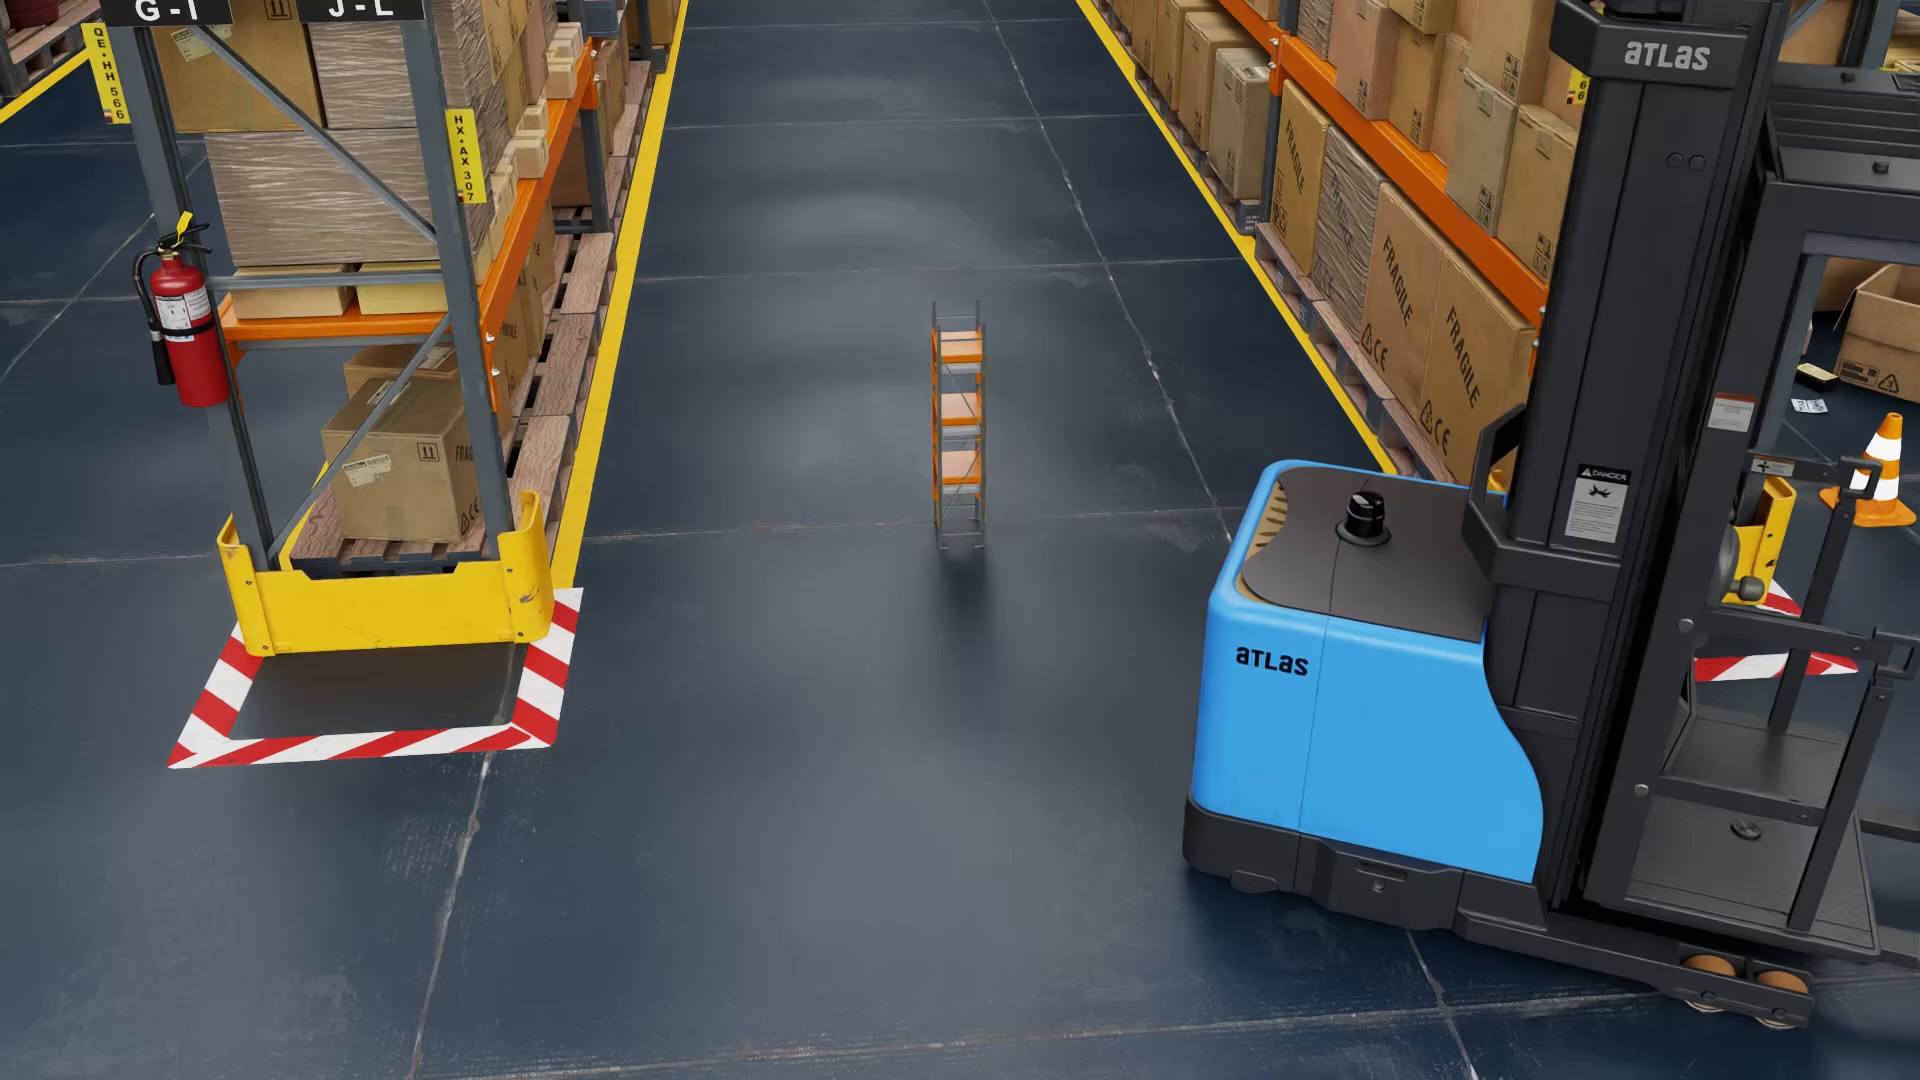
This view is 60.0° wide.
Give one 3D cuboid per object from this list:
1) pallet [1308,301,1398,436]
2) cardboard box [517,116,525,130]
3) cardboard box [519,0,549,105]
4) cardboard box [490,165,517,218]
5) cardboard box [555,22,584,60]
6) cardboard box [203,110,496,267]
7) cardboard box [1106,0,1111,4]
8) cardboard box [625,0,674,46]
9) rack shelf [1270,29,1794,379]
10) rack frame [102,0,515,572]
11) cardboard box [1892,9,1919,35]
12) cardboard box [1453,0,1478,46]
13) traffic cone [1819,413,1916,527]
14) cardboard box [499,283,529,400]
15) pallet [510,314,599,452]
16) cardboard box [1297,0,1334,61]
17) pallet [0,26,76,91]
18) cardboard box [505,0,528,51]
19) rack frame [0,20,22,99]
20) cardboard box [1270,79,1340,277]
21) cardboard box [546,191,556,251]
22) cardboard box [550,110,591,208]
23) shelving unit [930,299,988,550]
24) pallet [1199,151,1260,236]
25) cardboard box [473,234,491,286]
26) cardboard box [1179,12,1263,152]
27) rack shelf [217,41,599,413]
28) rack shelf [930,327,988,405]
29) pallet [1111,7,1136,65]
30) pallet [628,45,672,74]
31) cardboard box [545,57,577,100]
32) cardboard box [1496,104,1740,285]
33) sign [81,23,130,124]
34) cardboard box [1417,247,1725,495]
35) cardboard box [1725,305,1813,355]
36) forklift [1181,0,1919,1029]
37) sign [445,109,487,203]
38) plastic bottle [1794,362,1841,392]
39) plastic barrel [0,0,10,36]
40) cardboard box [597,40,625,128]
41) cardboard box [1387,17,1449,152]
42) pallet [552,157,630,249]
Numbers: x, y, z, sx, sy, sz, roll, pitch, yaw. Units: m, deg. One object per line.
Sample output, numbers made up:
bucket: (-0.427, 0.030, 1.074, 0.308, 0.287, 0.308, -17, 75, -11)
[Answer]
pallet: (2.458, -0.923, 8.589, 1.003, 0.211, 1.213, -3, 31, -5)
cardboard box: (-2.215, -1.849, 7.665, 0.380, 0.149, 0.250, -3, 31, -5)
cardboard box: (-2.461, -2.381, 7.923, 0.875, 0.500, 0.500, -3, 31, -5)
cardboard box: (-2.089, -1.468, 7.028, 0.380, 0.149, 0.250, -3, 31, -5)
cardboard box: (-2.287, -2.747, 9.168, 0.380, 0.149, 0.250, -3, 31, -5)
cardboard box: (-2.250, -1.361, 6.215, 0.875, 0.500, 0.500, -3, 31, -5)
cardboard box: (1.542, -5.143, 14.964, 0.500, 0.500, 0.500, -4, 31, -7)
cardboard box: (-3.018, -4.614, 13.712, 1.225, 0.875, 0.875, -4, 31, -7)
rack shelf: (2.534, -1.806, 8.050, 1.077, 0.370, 4.000, -3, 31, -5)
rack frame: (-2.226, -0.908, 5.845, 1.000, 3.000, 0.127, -3, 31, -5)
cardboard box: (7.013, -3.854, 12.930, 0.950, 0.372, 0.625, -3, 31, -6)
cardboard box: (2.665, -2.382, 7.113, 0.875, 0.550, 0.550, -3, 31, -5)
traffic cone: (4.085, -0.344, 7.375, 0.336, 0.463, 0.334, -3, 31, -5)
cardboard box: (-2.398, -0.959, 7.958, 0.500, 0.500, 0.500, 0, 31, 0)
pallet: (-2.385, -0.787, 8.362, 1.003, 0.211, 1.213, -3, 31, -5)
cardboard box: (2.394, -3.013, 9.222, 0.875, 0.550, 0.550, -3, 31, -5)
pallet: (-8.020, -3.958, 13.671, 1.003, 0.211, 1.213, -3, 31, -5)
cardboard box: (-2.094, -2.312, 6.834, 0.500, 0.500, 0.500, -3, 31, -5)
rack frame: (-7.905, -4.755, 12.286, 1.000, 3.000, 0.127, -3, 31, -5)
cardboard box: (2.337, -2.080, 9.469, 0.875, 0.875, 0.875, -2, 31, -4)
cardboard box: (-2.603, -1.851, 9.452, 0.500, 0.500, 0.500, -4, 31, -6)
cardboard box: (-2.636, -2.380, 10.319, 0.700, 0.500, 0.500, -5, 31, -8)
shelving unit: (-0.005, -0.478, 7.027, 0.215, 1.050, 0.252, -3, 31, -5)
pallet: (2.200, -2.329, 10.944, 1.003, 0.211, 1.213, -3, 31, -5)
cardboard box: (-2.020, -1.086, 6.387, 0.380, 0.149, 0.250, -3, 31, -5)
cardboard box: (2.114, -3.156, 11.393, 1.050, 0.750, 0.750, -3, 31, -5)
rack shelf: (-2.413, -1.620, 7.739, 1.077, 0.370, 4.000, -3, 31, -5)
rack shelf: (-0.005, -0.713, 6.886, 0.215, 0.259, 0.240, -3, 31, -5)
pallet: (1.902, -4.380, 14.377, 1.003, 0.211, 1.213, -3, 31, -5)
pallet: (-2.973, -4.201, 14.078, 1.003, 0.211, 1.213, -3, 31, -5)
cardboard box: (-2.176, -2.366, 8.530, 0.380, 0.149, 0.250, -3, 31, -5)
cardboard box: (2.642, -1.346, 6.431, 0.875, 0.550, 0.550, -3, 31, -5)
sign: (-2.781, -1.524, 5.439, 0.100, 0.325, 0.005, -3, 31, -5)
cardboard box: (2.592, -0.705, 7.168, 0.875, 0.875, 0.875, -3, 31, -4)
cardboard box: (4.342, -1.173, 8.955, 0.396, 0.266, 0.258, 2, 31, 4)
forklift: (2.294, -0.139, 4.625, 3.031, 2.935, 1.130, 10, 32, 17)
sign: (-1.686, -1.306, 5.666, 0.100, 0.325, 0.005, -3, 31, -5)
plastic bottle: (4.403, -0.858, 8.627, 0.133, 0.061, 0.283, -14, 33, -22)
plastic barrel: (-8.110, -4.400, 13.708, 0.421, 0.512, 0.421, 0, 31, 0)
cardboard box: (-2.767, -3.195, 11.683, 0.700, 0.500, 0.500, 0, 31, 0)
cardboard box: (2.550, -2.186, 7.838, 0.875, 0.550, 0.500, -3, 31, -5)
pallet: (-2.674, -2.150, 10.644, 1.003, 0.211, 1.213, -3, 31, -5)
